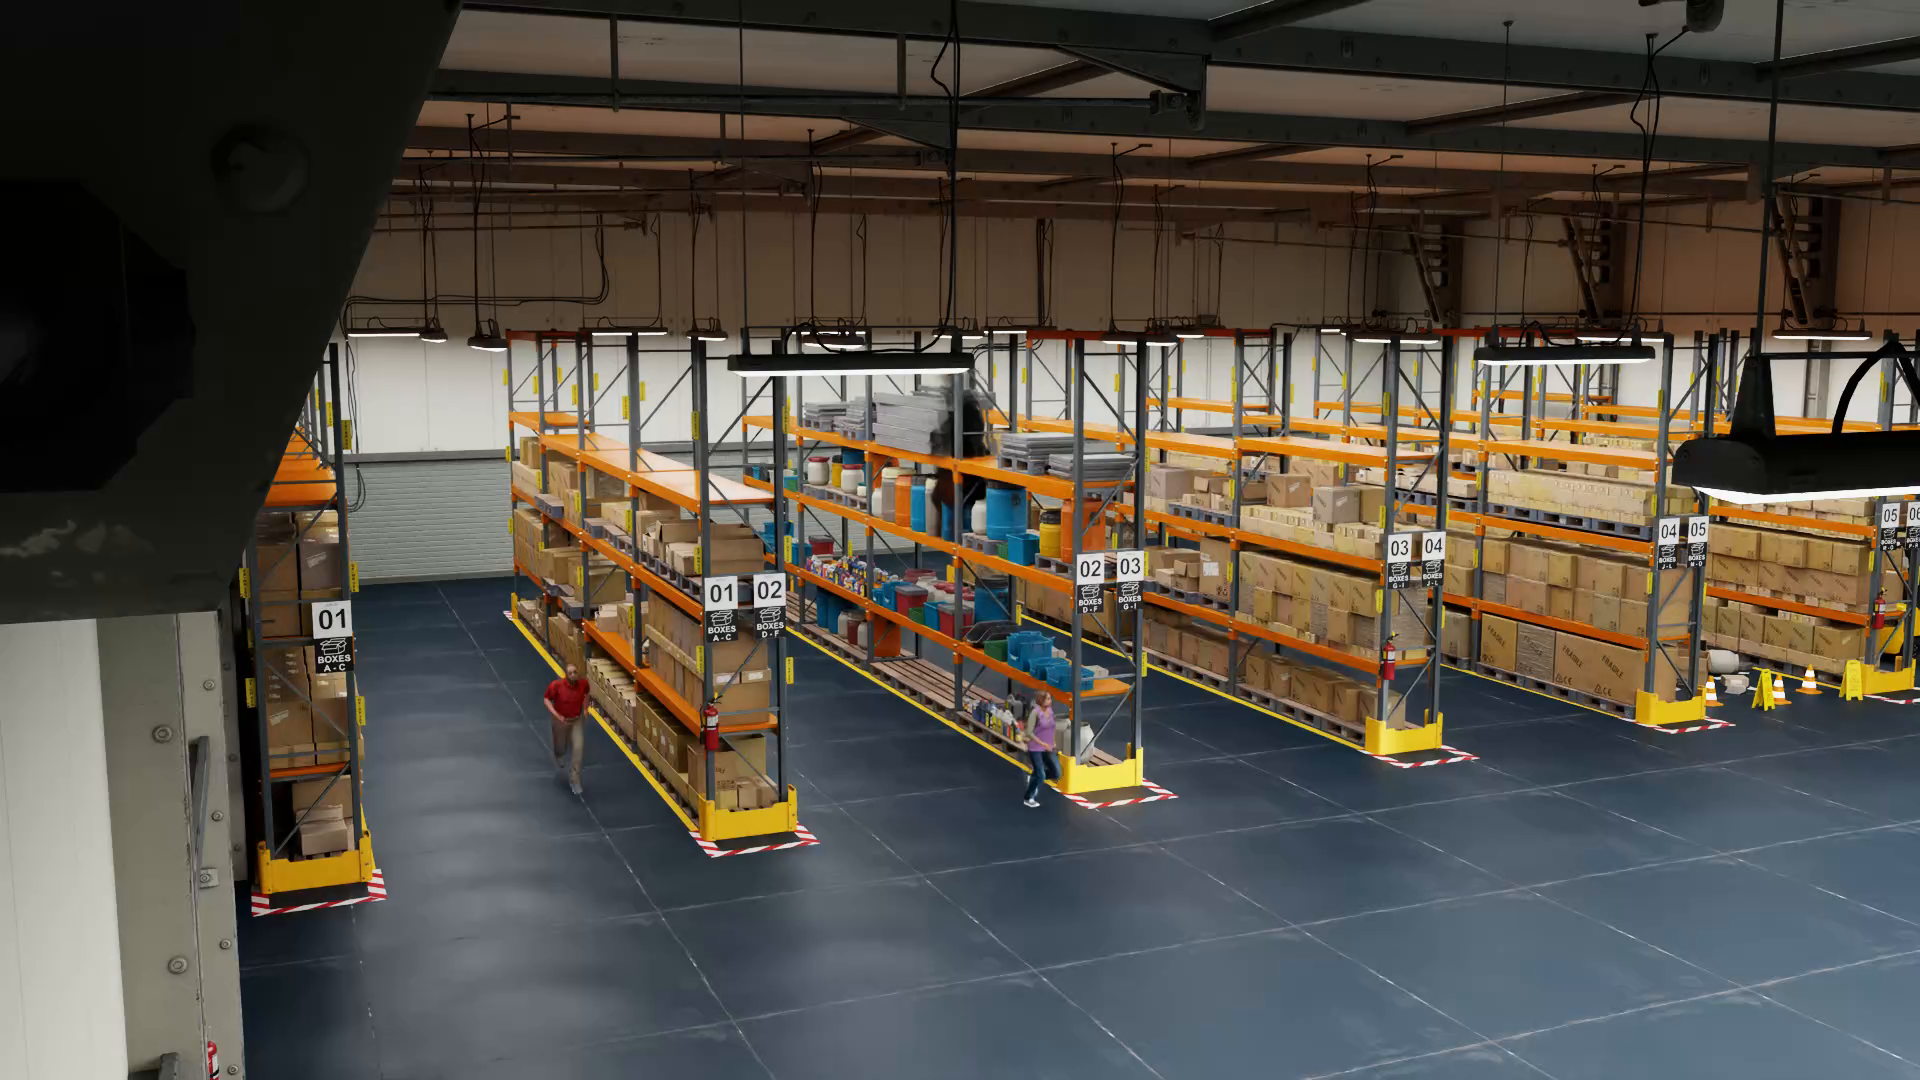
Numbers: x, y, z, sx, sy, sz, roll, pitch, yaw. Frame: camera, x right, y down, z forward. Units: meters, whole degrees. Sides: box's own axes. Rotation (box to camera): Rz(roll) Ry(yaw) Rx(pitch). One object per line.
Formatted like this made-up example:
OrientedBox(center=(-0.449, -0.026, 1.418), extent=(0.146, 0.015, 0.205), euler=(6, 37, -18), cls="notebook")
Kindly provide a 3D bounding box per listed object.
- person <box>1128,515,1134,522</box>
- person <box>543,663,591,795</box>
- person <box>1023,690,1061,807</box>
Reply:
OrientedBox(center=(3.918, 0.270, 38.277), extent=(0.733, 1.825, 0.673), euler=(-2, 8, -17), cls="person")
OrientedBox(center=(-5.278, 2.476, 22.379), extent=(0.663, 1.732, 1.077), euler=(-4, 9, -24), cls="person")
OrientedBox(center=(1.075, 2.671, 21.347), extent=(0.516, 1.515, 0.593), euler=(8, 11, 44), cls="person")
